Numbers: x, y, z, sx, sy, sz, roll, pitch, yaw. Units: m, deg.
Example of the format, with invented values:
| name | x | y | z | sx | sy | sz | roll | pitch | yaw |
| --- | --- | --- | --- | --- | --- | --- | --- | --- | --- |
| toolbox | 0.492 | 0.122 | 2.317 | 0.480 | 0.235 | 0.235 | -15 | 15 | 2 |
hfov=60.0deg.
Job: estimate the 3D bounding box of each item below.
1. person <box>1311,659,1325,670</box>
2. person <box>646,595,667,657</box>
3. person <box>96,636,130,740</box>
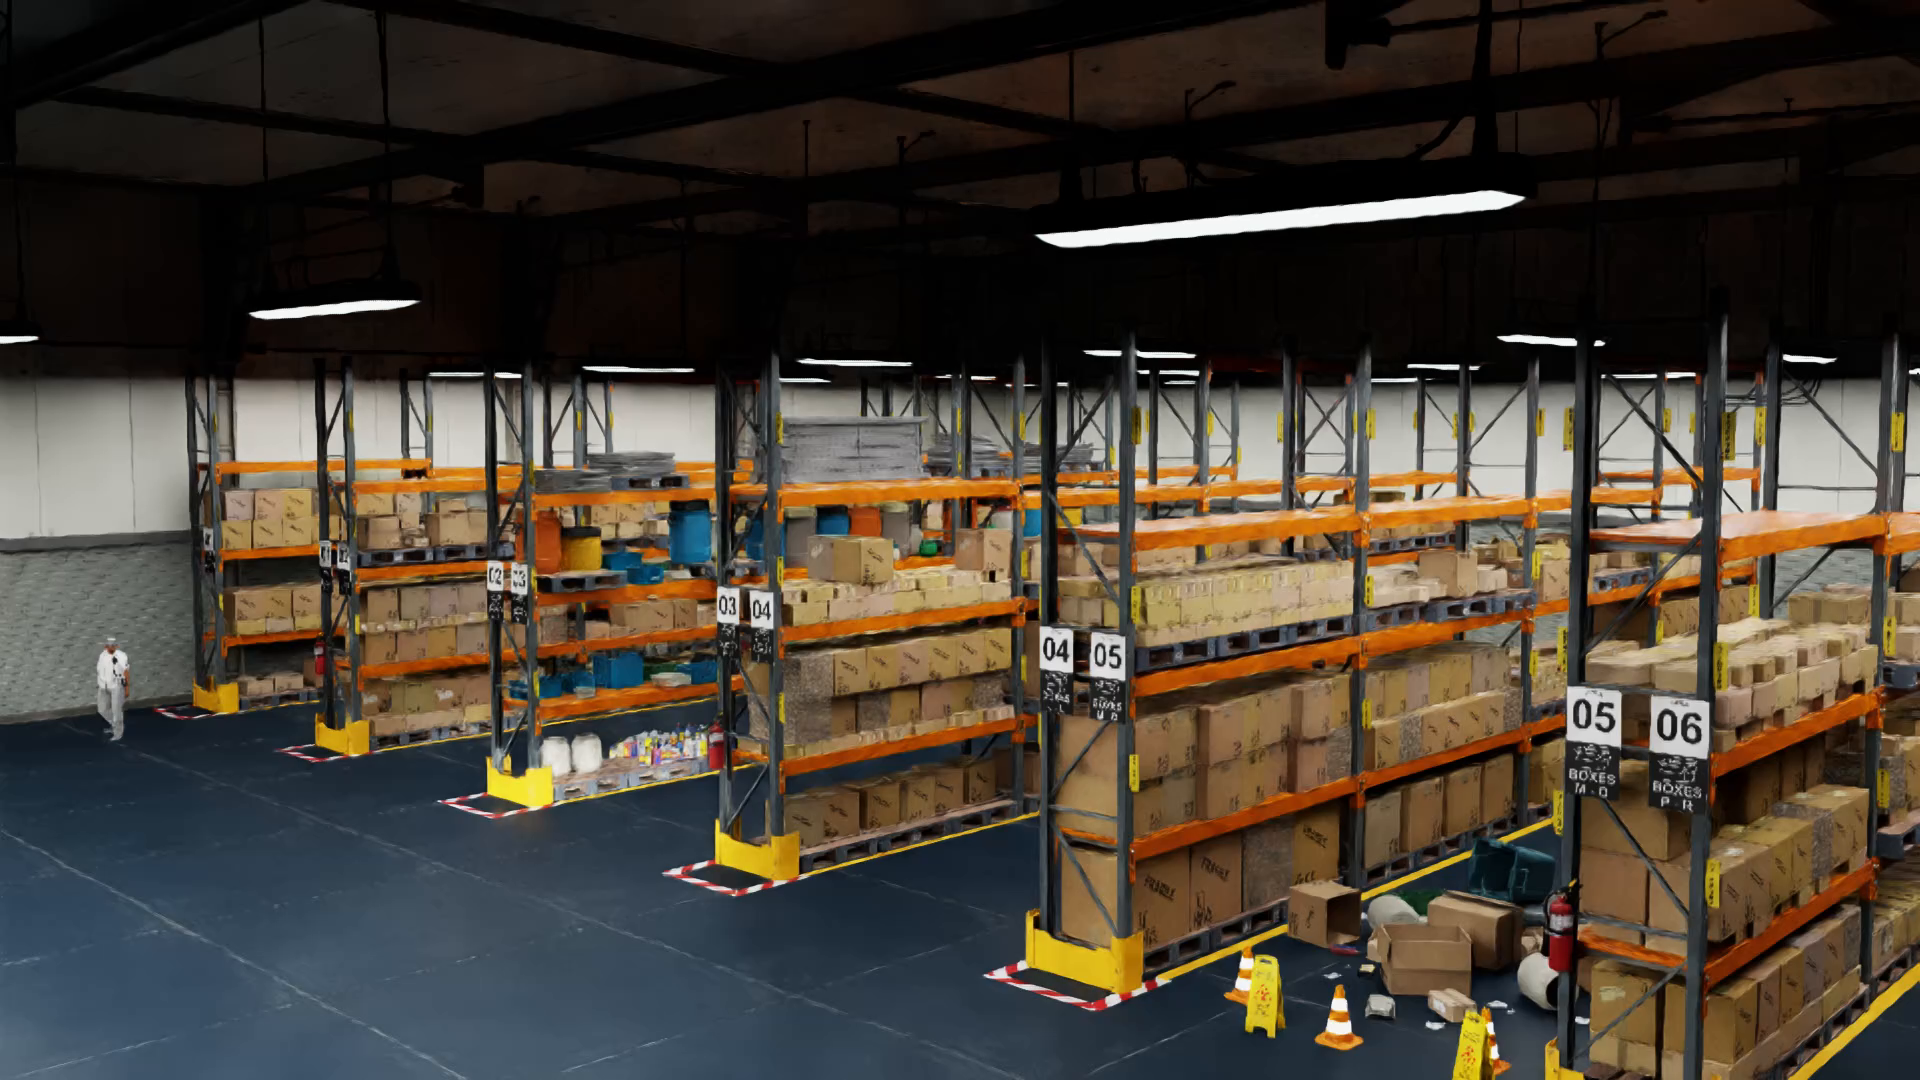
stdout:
| name | x | y | z | sx | sy | sz | roll | pitch | yaw |
| --- | --- | --- | --- | --- | --- | --- | --- | --- | --- |
| person | 5.095 | 2.489 | 23.865 | 0.493 | 1.675 | 0.477 | -1 | 5 | -17 |
| person | -5.879 | 1.836 | 32.221 | 0.677 | 1.742 | 0.552 | 4 | 6 | 42 |
| person | -13.420 | 2.325 | 26.389 | 0.547 | 1.650 | 0.589 | 1 | 4 | 7 |
